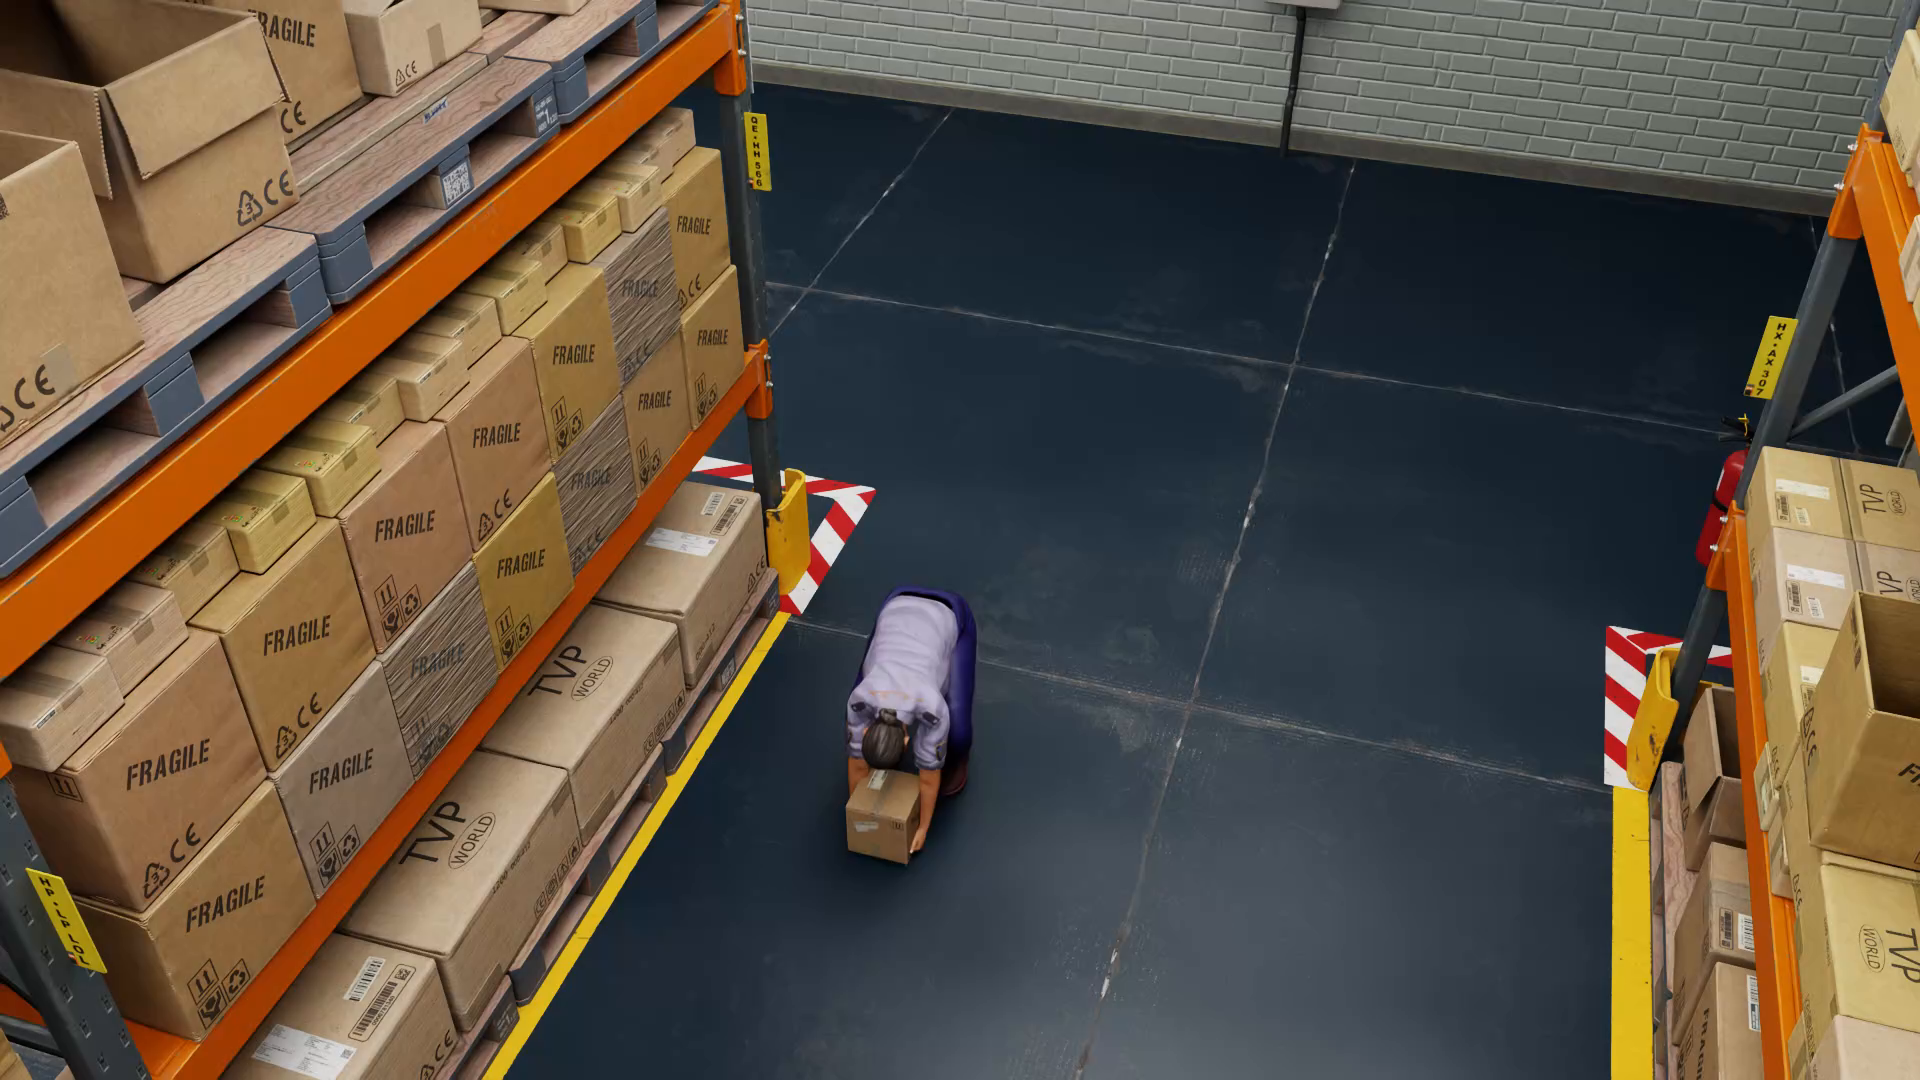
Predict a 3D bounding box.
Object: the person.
[{"bbox_3d":[-0.202,0.710,6.636,0.514,0.841,0.900,9,38,12],"label":"person"}]
